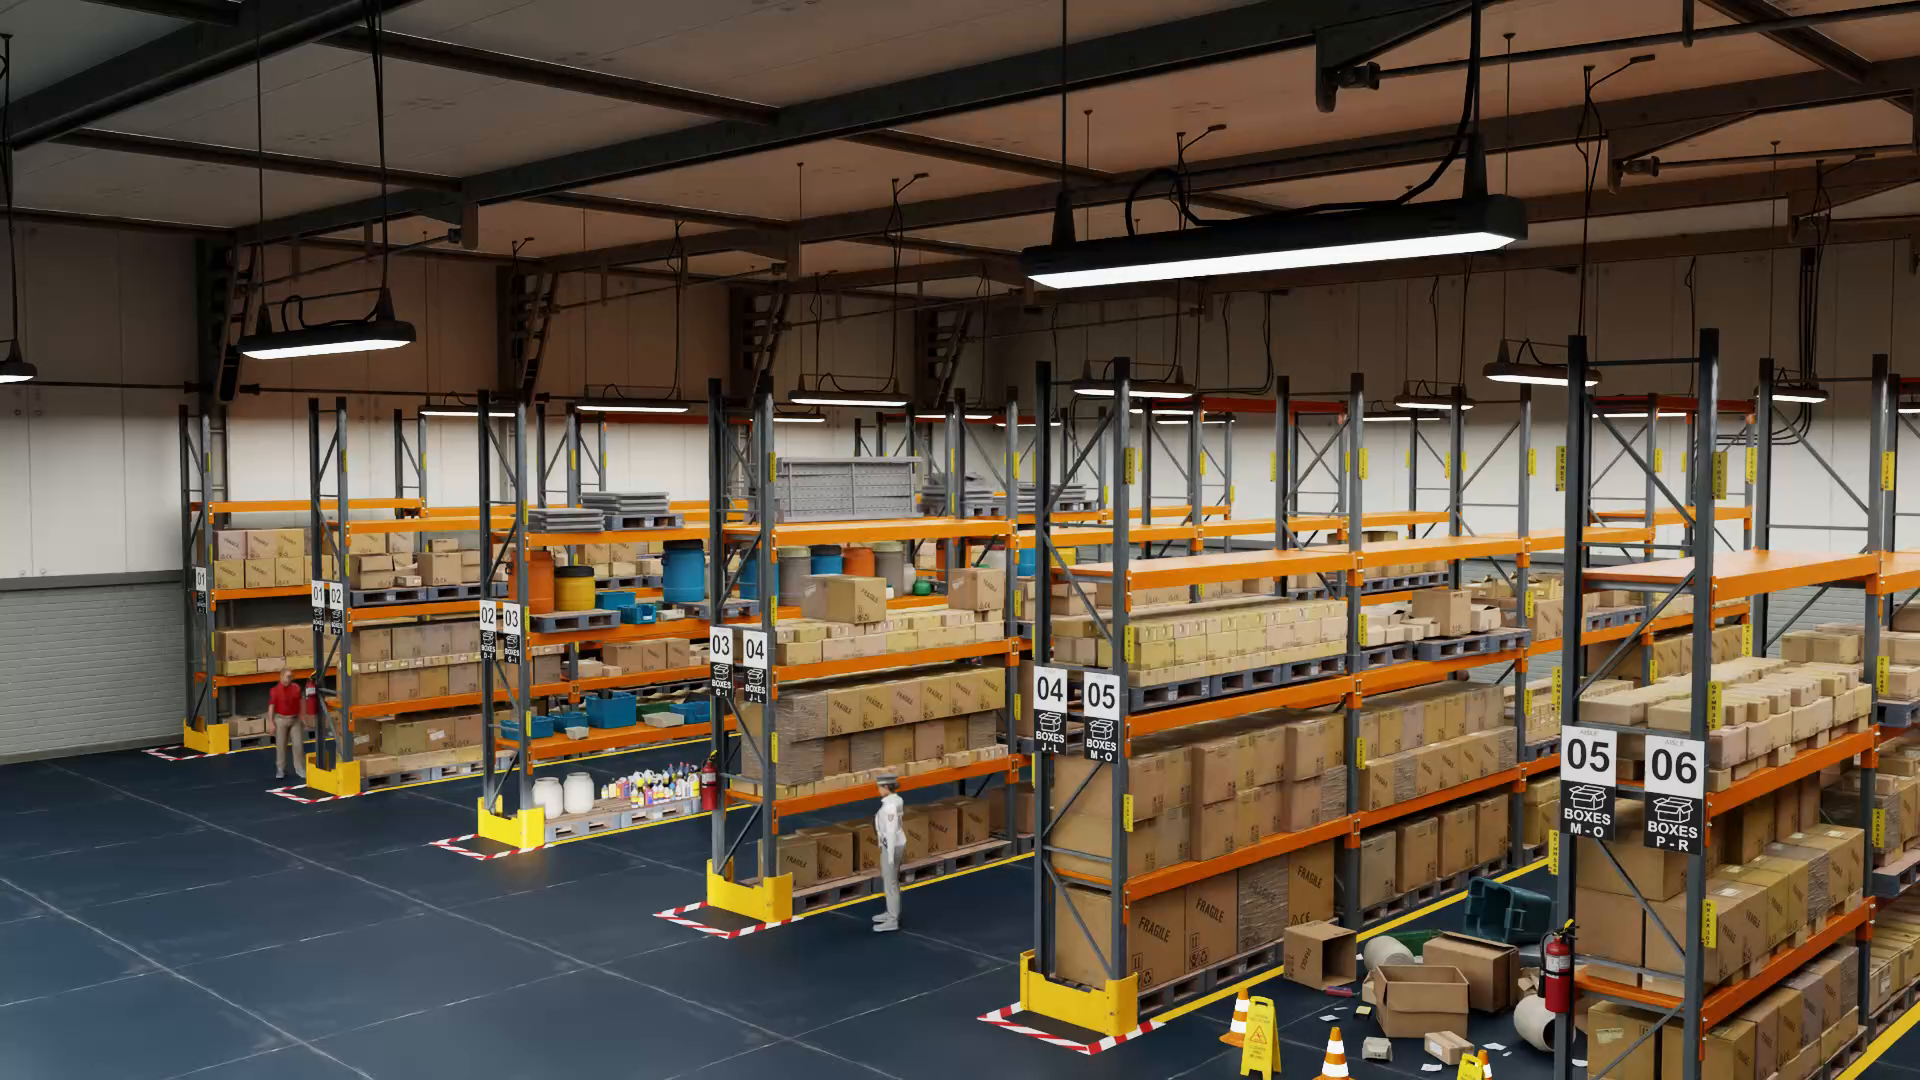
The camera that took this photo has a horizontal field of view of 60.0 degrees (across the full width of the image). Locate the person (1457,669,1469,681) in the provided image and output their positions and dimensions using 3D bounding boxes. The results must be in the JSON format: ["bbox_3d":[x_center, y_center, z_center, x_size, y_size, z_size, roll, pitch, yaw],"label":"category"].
[{"bbox_3d":[8.200,2.919,27.509,0.417,1.595,0.601,-2,4,-32],"label":"person"}]

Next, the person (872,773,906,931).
[{"bbox_3d":[-0.790,3.373,18.112,0.380,1.668,0.533,0,3,5],"label":"person"}]

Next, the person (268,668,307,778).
[{"bbox_3d":[-10.697,2.917,26.461,0.432,1.750,0.582,3,4,43],"label":"person"}]
